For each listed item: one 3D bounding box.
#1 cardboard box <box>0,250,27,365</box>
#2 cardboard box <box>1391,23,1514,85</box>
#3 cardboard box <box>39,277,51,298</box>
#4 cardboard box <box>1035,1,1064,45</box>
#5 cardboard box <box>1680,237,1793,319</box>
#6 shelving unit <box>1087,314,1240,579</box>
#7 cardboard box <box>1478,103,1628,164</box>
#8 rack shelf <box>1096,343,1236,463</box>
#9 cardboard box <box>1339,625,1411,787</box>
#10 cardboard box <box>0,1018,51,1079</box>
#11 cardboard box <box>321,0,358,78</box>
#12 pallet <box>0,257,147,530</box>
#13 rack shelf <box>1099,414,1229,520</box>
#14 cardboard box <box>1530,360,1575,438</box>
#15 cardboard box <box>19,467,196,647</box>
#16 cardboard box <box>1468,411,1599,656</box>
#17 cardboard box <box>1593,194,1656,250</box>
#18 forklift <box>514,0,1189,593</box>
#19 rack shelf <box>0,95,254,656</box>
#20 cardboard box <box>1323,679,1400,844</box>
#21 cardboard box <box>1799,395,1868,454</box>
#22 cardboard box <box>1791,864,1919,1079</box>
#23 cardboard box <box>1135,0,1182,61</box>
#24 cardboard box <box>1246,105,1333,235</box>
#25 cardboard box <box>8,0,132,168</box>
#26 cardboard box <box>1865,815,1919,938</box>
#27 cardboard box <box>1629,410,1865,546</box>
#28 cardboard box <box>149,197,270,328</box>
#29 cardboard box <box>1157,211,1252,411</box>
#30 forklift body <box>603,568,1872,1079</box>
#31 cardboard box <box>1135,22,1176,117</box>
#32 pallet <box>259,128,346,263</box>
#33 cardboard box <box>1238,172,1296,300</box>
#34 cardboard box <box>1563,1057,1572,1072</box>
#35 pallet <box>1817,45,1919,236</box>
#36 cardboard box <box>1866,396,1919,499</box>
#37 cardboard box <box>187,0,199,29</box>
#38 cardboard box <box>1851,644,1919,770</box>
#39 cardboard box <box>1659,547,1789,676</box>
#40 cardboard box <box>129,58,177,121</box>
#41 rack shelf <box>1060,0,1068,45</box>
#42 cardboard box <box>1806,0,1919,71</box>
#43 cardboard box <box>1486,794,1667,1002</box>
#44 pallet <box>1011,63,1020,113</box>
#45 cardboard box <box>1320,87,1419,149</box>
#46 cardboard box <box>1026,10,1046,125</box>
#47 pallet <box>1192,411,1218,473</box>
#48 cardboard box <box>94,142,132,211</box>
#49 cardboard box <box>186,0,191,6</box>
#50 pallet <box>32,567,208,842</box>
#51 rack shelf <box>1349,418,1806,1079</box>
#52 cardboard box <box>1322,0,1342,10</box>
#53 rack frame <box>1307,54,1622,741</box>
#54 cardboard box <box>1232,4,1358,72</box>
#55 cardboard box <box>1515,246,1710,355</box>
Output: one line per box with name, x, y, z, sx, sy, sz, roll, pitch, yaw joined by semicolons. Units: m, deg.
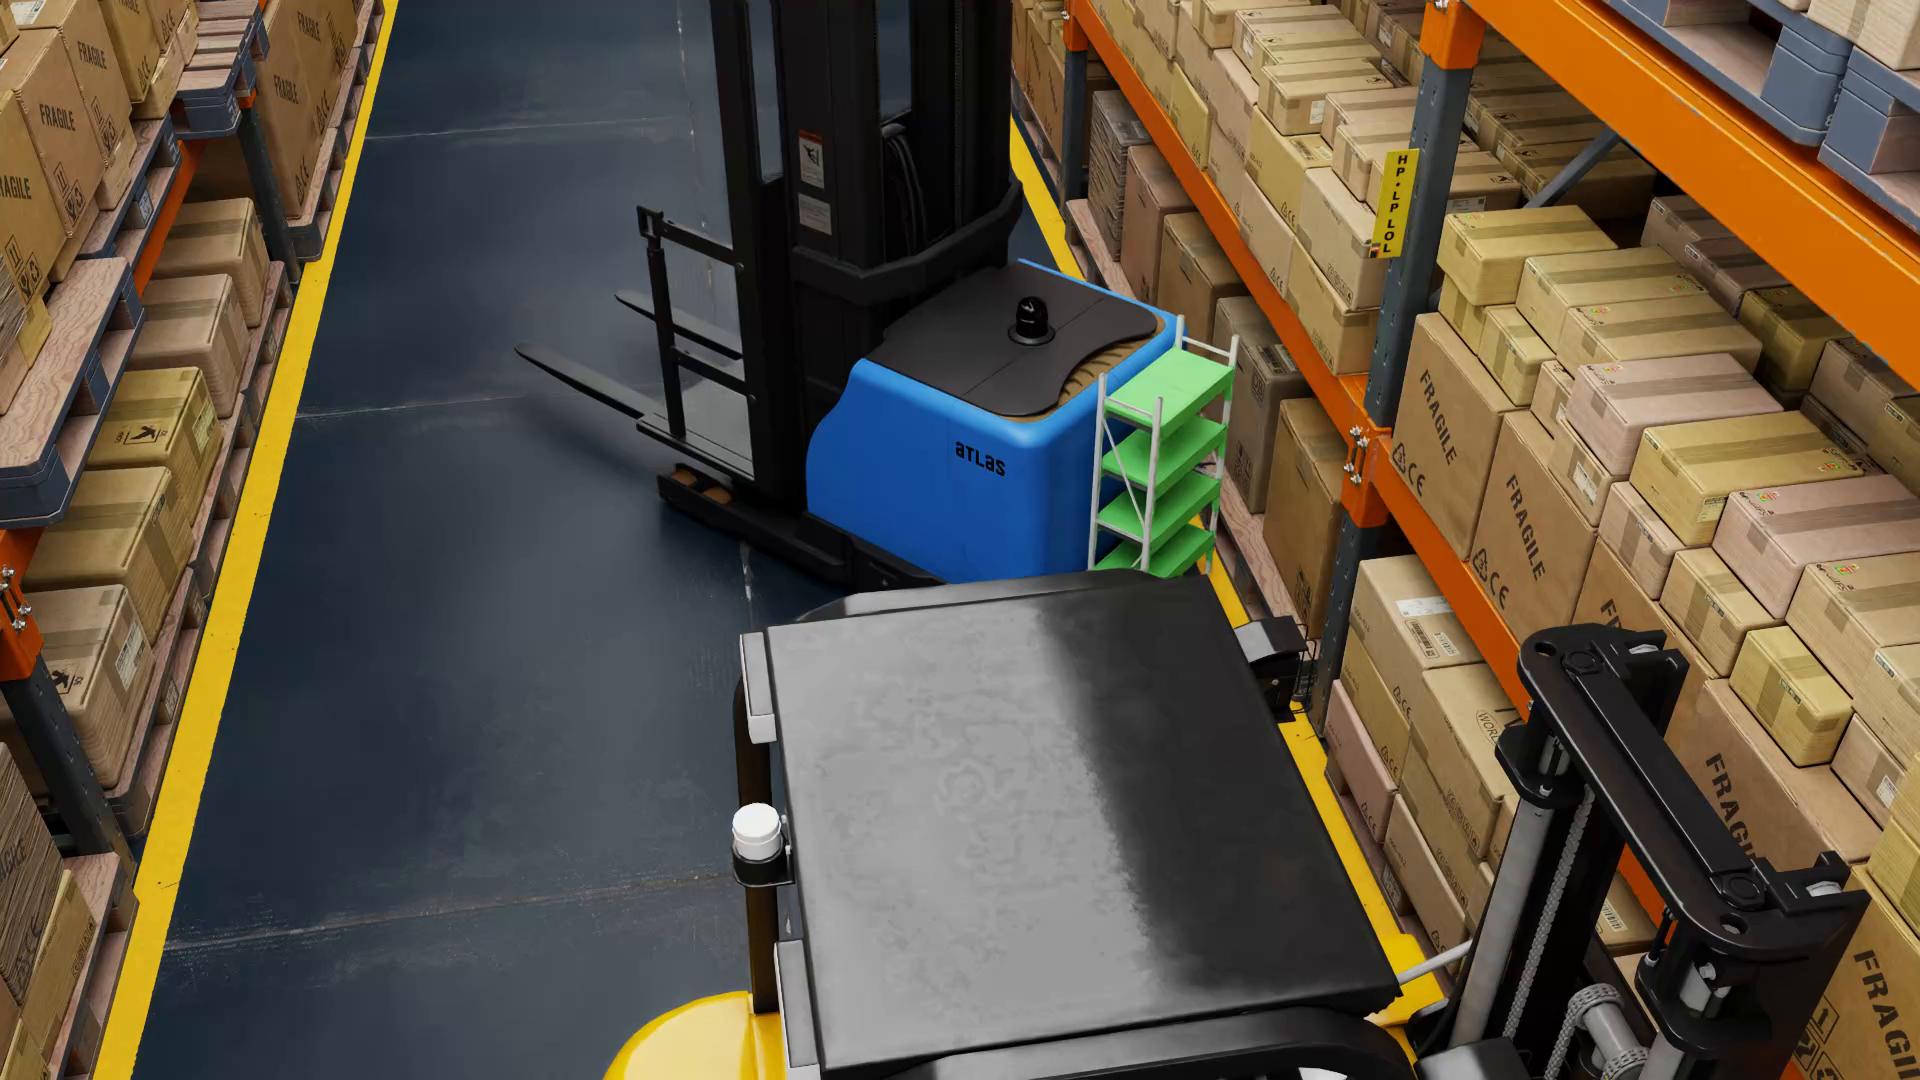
cardboard box;-2.943;-0.672;4.503;0.500;0.500;0.500;-5;38;-7
cardboard box;1.770;-1.726;5.916;0.380;0.149;0.250;-6;38;-8
cardboard box;-3.089;-0.784;5.177;0.380;0.149;0.250;-4;38;-5
cardboard box;0.627;-2.855;9.146;0.380;0.149;0.250;-8;39;-10
cardboard box;2.099;-0.668;4.312;0.380;0.149;0.250;-7;38;-9
shelving unit;0.708;-0.148;5.962;0.258;1.200;0.503;25;44;29
cardboard box;1.897;-1.270;5.329;0.380;0.149;0.250;-7;38;-9
rack shelf;0.709;-0.477;5.707;0.258;0.148;0.480;25;44;29
cardboard box;1.524;0.477;5.183;0.500;0.250;0.500;-6;38;-8
cardboard box;-2.672;1.534;4.230;0.500;0.250;0.500;-7;38;-9
cardboard box;-4.192;-3.283;9.921;0.875;0.875;0.875;-5;38;-7
pallet;-3.134;-0.437;5.023;1.003;0.211;1.213;-6;38;-8
rack shelf;0.708;-0.287;5.854;0.258;0.148;0.480;25;44;29
cardboard box;1.660;-0.335;4.126;0.380;0.149;0.250;-6;38;-8
cardboard box;-3.367;0.086;5.993;0.950;0.372;0.625;-4;38;-5
cardboard box;1.671;-0.002;4.226;0.500;0.500;0.500;-6;38;-7
cardboard box;1.906;-1.043;5.363;0.500;0.250;0.500;-7;38;-9
forklift;-0.623;-1.439;6.213;3.031;2.935;1.130;26;45;29
rack shelf;-3.494;-0.959;6.126;1.077;0.370;4.000;-6;38;-8
cardboard box;1.502;0.677;5.333;0.500;0.250;0.500;-6;38;-7
cardboard box;2.252;-0.240;4.003;0.380;0.149;0.250;-6;38;-8
cardboard box;1.927;0.913;3.049;0.500;0.500;0.500;-7;38;-9
cardboard box;1.039;-2.210;6.865;0.500;0.250;0.500;-7;38;-9
cardboard box;1.308;-1.288;5.678;0.500;0.250;0.500;-7;38;-9
cardboard box;-3.206;-1.583;5.677;0.500;0.500;0.500;-8;39;-10
cardboard box;1.858;0.598;2.925;0.380;0.149;0.250;-6;38;-8
cardboard box;1.711;-0.138;3.630;0.380;0.149;0.250;-7;38;-9
cardboard box;-3.755;-1.237;7.697;0.950;0.372;0.625;-9;39;-11
cardboard box;1.378;-1.037;7.233;0.875;0.625;0.625;-8;39;-10
forklift body;0.315;1.231;3.412;2.313;2.155;1.214;-6;38;-8
cardboard box;1.059;-2.019;7.026;0.500;0.250;0.500;-7;38;-9
pallet;-3.909;-1.834;8.939;1.003;0.211;1.213;-6;38;-8
cardboard box;1.303;-1.091;5.832;0.500;0.250;0.500;-6;38;-8
cardboard box;1.778;1.391;4.006;0.500;0.250;0.500;-6;38;-8
pallet;2.128;-0.473;2.541;1.003;0.211;1.213;-6;38;-8
cardboard box;2.290;-0.206;3.718;0.380;0.149;0.250;-7;38;-9
cardboard box;-3.437;-2.191;6.987;0.380;0.149;0.250;-6;38;-7
cardboard box;1.899;0.312;3.050;0.380;0.149;0.250;-6;38;-7
cardboard box;1.736;0.130;3.527;0.380;0.149;0.250;-7;38;-9
cardboard box;-3.251;-1.726;6.389;0.380;0.149;0.250;-6;38;-7
rack shelf;0.691;-3.911;9.926;1.077;0.370;4.000;-6;38;-8
cardboard box;1.704;-0.979;2.806;0.396;0.266;0.258;-7;38;-9
cardboard box;1.697;0.889;4.244;0.500;0.250;0.500;-5;38;-6
pallet;0.737;-3.076;10.538;1.003;0.211;1.213;-6;38;-8
cardboard box;1.410;-1.357;5.441;0.380;0.149;0.250;-6;38;-8
cardboard box;0.678;-2.702;9.478;0.500;0.500;0.500;-7;38;-9
pallet;1.358;-0.649;7.414;1.003;0.211;1.213;-6;38;-8
cardboard box;-3.130;-1.260;5.789;0.380;0.149;0.250;-5;38;-6
cardboard box;-3.491;-2.529;6.894;0.500;0.500;0.500;-7;38;-9
pallet;-3.281;0.596;5.811;1.003;0.211;1.213;-6;38;-8
rack shelf;2.093;0.921;3.706;1.077;0.370;4.000;-6;38;-8
cardboard box;1.586;-2.183;6.505;0.380;0.149;0.250;-5;38;-7
rack frame;1.743;-0.571;5.040;1.000;3.000;0.127;-6;38;-8
cardboard box;1.211;-1.818;6.035;0.380;0.149;0.250;-6;38;-8
cardboard box;1.659;-0.613;4.242;0.380;0.149;0.250;-6;38;-7
